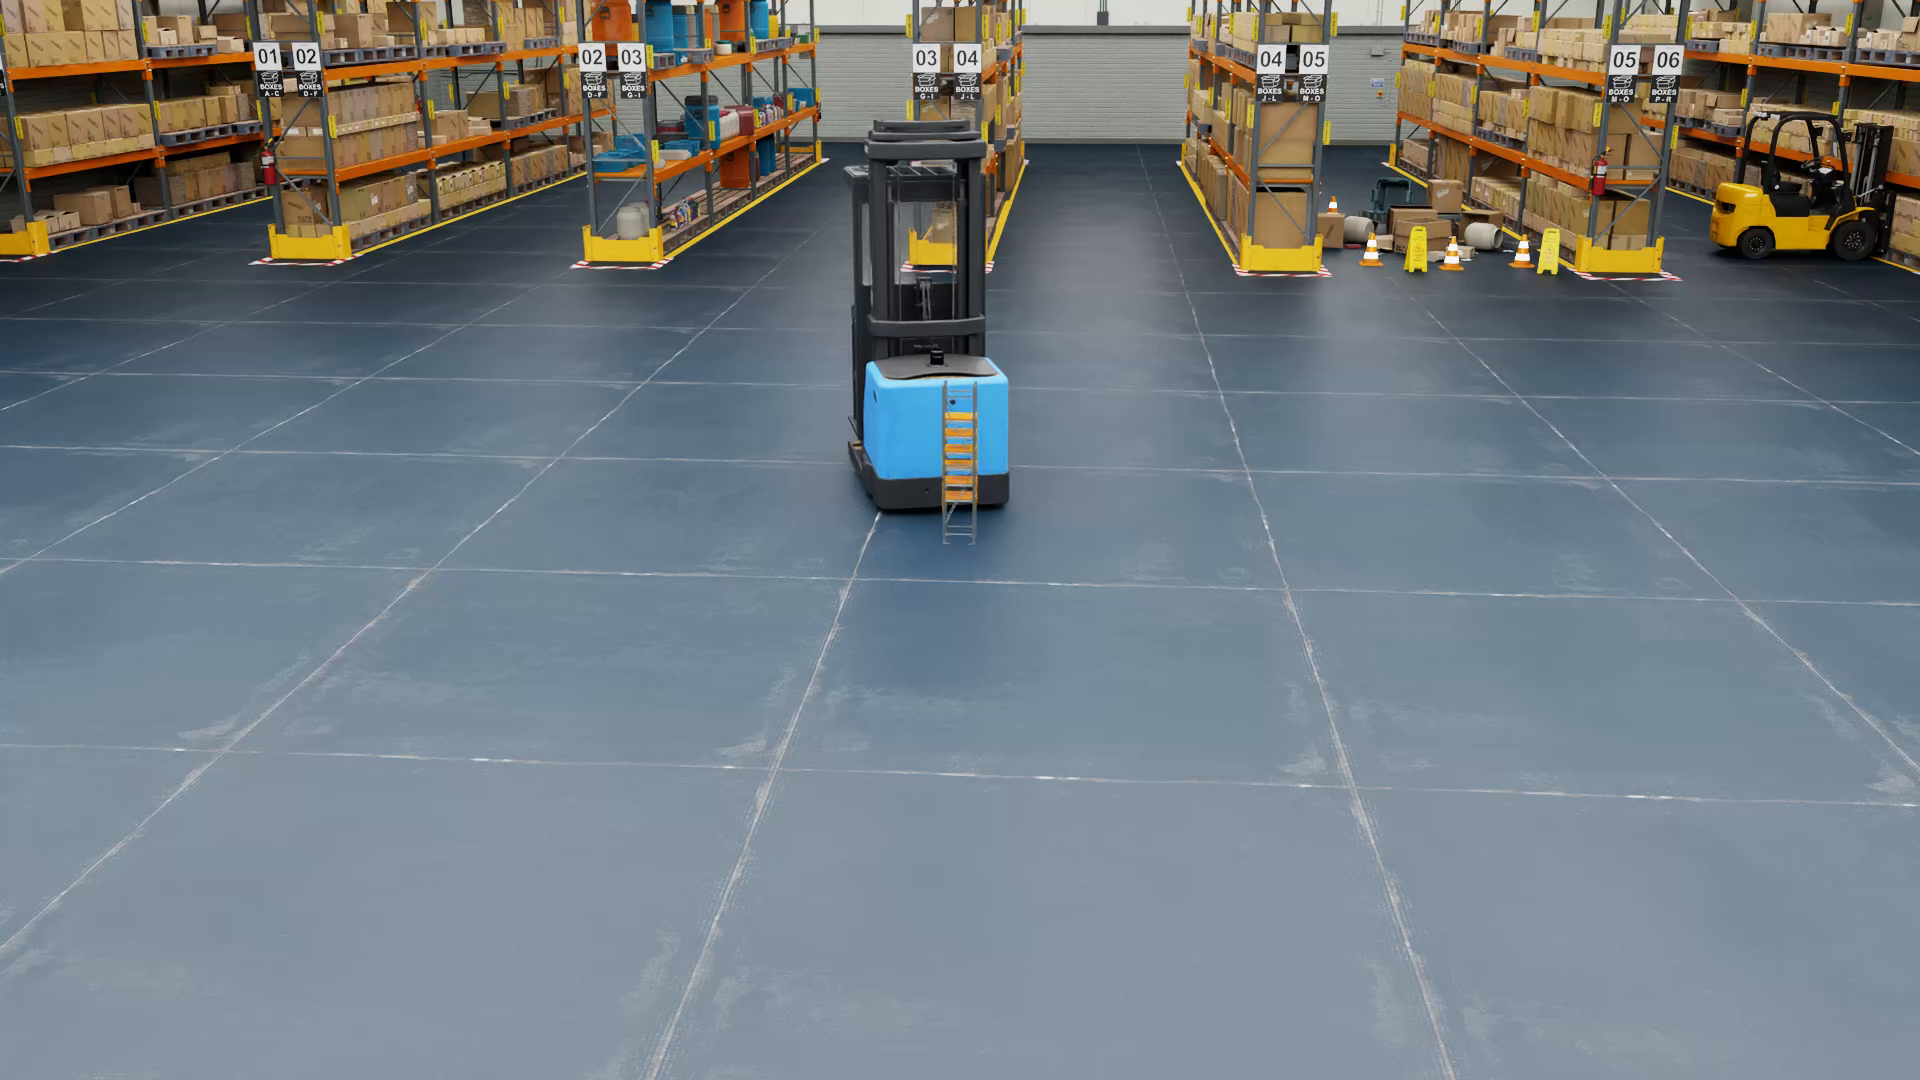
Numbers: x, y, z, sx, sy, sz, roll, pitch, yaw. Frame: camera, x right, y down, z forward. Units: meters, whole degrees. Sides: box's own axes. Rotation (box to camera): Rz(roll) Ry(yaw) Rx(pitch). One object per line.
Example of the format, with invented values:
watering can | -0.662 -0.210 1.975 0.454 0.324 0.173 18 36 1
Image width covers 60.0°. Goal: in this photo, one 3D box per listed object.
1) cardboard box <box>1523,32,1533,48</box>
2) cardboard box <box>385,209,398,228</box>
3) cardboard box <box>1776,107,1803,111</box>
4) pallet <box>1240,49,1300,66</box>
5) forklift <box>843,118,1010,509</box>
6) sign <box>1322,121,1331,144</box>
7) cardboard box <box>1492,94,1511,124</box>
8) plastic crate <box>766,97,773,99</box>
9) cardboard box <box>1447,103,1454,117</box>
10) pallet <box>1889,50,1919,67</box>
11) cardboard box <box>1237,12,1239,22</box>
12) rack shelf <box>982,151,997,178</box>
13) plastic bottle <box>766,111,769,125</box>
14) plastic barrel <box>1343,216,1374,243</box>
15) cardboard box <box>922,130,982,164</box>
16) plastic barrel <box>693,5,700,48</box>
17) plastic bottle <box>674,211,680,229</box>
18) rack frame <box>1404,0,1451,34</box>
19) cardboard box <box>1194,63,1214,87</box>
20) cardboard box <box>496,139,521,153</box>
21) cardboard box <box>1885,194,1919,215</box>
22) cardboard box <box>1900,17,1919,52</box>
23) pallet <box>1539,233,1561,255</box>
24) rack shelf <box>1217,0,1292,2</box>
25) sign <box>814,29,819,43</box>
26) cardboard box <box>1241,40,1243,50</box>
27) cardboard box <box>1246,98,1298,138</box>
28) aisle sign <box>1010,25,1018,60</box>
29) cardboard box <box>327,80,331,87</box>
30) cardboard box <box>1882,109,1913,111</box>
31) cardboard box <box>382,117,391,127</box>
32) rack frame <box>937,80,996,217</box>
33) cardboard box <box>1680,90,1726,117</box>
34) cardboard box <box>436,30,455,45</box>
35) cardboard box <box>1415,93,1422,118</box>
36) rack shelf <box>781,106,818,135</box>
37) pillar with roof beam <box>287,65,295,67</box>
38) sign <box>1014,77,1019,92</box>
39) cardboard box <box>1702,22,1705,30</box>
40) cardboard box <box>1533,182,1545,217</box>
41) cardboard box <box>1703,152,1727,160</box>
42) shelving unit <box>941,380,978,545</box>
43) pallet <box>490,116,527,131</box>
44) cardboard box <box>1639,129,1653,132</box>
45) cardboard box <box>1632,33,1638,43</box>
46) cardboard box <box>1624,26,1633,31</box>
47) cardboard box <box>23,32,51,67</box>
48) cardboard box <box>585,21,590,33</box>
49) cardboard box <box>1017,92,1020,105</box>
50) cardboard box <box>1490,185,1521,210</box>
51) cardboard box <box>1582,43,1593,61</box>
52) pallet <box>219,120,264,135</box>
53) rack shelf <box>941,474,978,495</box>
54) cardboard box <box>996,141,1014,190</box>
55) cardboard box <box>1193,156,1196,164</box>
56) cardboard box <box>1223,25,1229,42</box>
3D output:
cardboard box | 9.926 -8.521 28.360 0.500 0.250 0.500 2 18 5
cardboard box | -9.695 -5.347 27.666 0.500 0.250 0.500 1 18 4
cardboard box | 14.904 -7.698 29.897 0.380 0.149 0.250 1 18 5
pallet | 4.884 -7.456 25.686 1.003 0.211 1.213 1 18 4
forklift | -0.374 -2.051 13.976 1.130 2.935 3.031 -3 18 -10
sign | 5.309 -5.897 24.085 0.100 0.325 0.005 1 18 4
cardboard box | 9.949 -7.795 30.081 0.500 0.500 0.500 2 18 5
plastic crate | -4.370 -10.359 39.394 0.416 0.233 0.300 1 18 4
cardboard box | 10.142 -8.670 33.504 0.500 0.250 0.500 1 18 2
pallet | 14.813 -7.256 25.075 1.003 0.211 1.213 1 18 4
cardboard box | 4.642 -8.373 26.631 0.380 0.149 0.250 1 18 3
rack shelf | -0.040 -5.884 26.717 1.077 0.370 4.000 1 18 4
plastic bottle | -4.029 -8.800 34.650 0.061 0.283 0.133 1 18 4
plastic barrel | 6.492 -5.094 27.289 0.512 0.421 0.421 17 25 41
cardboard box | -0.117 -5.964 25.167 0.875 0.500 0.500 1 18 4
plastic barrel | -4.923 -9.190 30.030 0.600 0.901 0.708 1 18 4
plastic bottle | -4.649 -5.259 27.312 0.061 0.283 0.133 2 18 5
rack frame | 10.848 -13.203 38.266 1.000 3.000 0.127 1 18 4
cardboard box | 5.412 -10.166 36.387 0.500 0.500 0.500 1 18 2
cardboard box | -9.589 -8.320 35.101 0.500 0.250 0.500 1 18 3
cardboard box | 14.431 -5.107 25.328 0.500 0.250 0.500 2 18 5
cardboard box | 14.694 -7.635 25.088 0.797 0.503 0.637 2 18 6
pallet | 9.890 -4.711 26.462 1.003 0.211 1.213 1 18 4
rack shelf | 5.186 -9.645 29.203 1.077 0.370 4.000 1 18 4
sign | -3.427 -12.053 39.740 0.100 0.325 0.005 1 18 4
cardboard box | 4.569 -7.680 25.795 0.380 0.149 0.250 2 18 5
cardboard box | 4.769 -6.334 24.961 0.875 0.550 0.550 1 18 4
aisle sign | 1.268 -11.825 39.518 0.394 0.787 0.004 1 18 4
cardboard box | -13.970 -9.908 35.970 0.500 0.250 0.500 2 18 5
cardboard box | 15.217 -6.907 27.005 0.380 0.149 0.250 1 18 4
cardboard box | -9.676 -6.941 27.587 0.380 0.149 0.250 2 18 5
rack frame | 0.103 -6.847 28.501 1.000 3.000 0.127 1 18 4
cardboard box | 15.217 -8.942 34.059 0.700 0.500 0.500 1 18 5
cardboard box | -9.579 -9.215 30.478 0.500 0.250 0.500 0 18 -1
cardboard box | 10.392 -9.624 36.816 0.500 0.500 0.500 1 18 3
rack shelf | -4.120 -9.721 38.429 1.077 0.370 4.000 1 18 4
pillar with roof beam | -10.664 -12.655 36.591 9.100 9.000 0.400 1 18 4
sign | 1.218 -9.835 35.888 0.100 0.325 0.005 1 18 4
cardboard box | 15.093 -10.289 33.278 0.380 0.149 0.250 2 18 5
cardboard box | 9.649 -5.531 27.023 0.500 0.500 0.500 2 18 6
cardboard box | 15.200 -7.724 33.475 0.380 0.149 0.250 1 18 4
shelving unit | -0.001 -0.566 12.222 0.258 1.200 0.189 1 18 4
pallet | -9.512 -8.432 33.648 1.213 0.211 1.003 1 18 4
cardboard box | 10.045 -5.874 24.894 0.500 0.500 0.500 2 18 6
cardboard box | 9.932 -7.253 24.045 0.380 0.149 0.250 1 18 4
cardboard box | 15.494 -11.607 37.973 0.500 0.250 0.500 1 18 3
cardboard box | -14.658 -7.683 26.043 0.500 0.500 0.500 2 18 8
cardboard box | -8.804 -11.757 38.106 0.500 0.250 0.500 1 18 4
cardboard box | 1.156 -10.330 38.894 0.500 0.250 0.500 1 18 3
cardboard box | 10.119 -6.179 30.008 0.950 0.372 0.625 2 18 6
cardboard box | 9.519 -7.200 24.524 0.500 0.250 0.500 1 18 3
pallet | -14.377 -8.106 32.652 1.213 0.211 1.003 1 18 4
rack shelf | -0.001 -0.409 12.274 0.258 0.103 0.180 1 18 4
cardboard box | 0.460 -7.493 33.211 1.225 0.875 0.875 0 18 1
cardboard box | 5.329 -8.365 36.560 0.380 0.149 0.250 0 18 1
cardboard box | 4.986 -9.042 29.692 0.500 0.311 0.500 1 18 3
